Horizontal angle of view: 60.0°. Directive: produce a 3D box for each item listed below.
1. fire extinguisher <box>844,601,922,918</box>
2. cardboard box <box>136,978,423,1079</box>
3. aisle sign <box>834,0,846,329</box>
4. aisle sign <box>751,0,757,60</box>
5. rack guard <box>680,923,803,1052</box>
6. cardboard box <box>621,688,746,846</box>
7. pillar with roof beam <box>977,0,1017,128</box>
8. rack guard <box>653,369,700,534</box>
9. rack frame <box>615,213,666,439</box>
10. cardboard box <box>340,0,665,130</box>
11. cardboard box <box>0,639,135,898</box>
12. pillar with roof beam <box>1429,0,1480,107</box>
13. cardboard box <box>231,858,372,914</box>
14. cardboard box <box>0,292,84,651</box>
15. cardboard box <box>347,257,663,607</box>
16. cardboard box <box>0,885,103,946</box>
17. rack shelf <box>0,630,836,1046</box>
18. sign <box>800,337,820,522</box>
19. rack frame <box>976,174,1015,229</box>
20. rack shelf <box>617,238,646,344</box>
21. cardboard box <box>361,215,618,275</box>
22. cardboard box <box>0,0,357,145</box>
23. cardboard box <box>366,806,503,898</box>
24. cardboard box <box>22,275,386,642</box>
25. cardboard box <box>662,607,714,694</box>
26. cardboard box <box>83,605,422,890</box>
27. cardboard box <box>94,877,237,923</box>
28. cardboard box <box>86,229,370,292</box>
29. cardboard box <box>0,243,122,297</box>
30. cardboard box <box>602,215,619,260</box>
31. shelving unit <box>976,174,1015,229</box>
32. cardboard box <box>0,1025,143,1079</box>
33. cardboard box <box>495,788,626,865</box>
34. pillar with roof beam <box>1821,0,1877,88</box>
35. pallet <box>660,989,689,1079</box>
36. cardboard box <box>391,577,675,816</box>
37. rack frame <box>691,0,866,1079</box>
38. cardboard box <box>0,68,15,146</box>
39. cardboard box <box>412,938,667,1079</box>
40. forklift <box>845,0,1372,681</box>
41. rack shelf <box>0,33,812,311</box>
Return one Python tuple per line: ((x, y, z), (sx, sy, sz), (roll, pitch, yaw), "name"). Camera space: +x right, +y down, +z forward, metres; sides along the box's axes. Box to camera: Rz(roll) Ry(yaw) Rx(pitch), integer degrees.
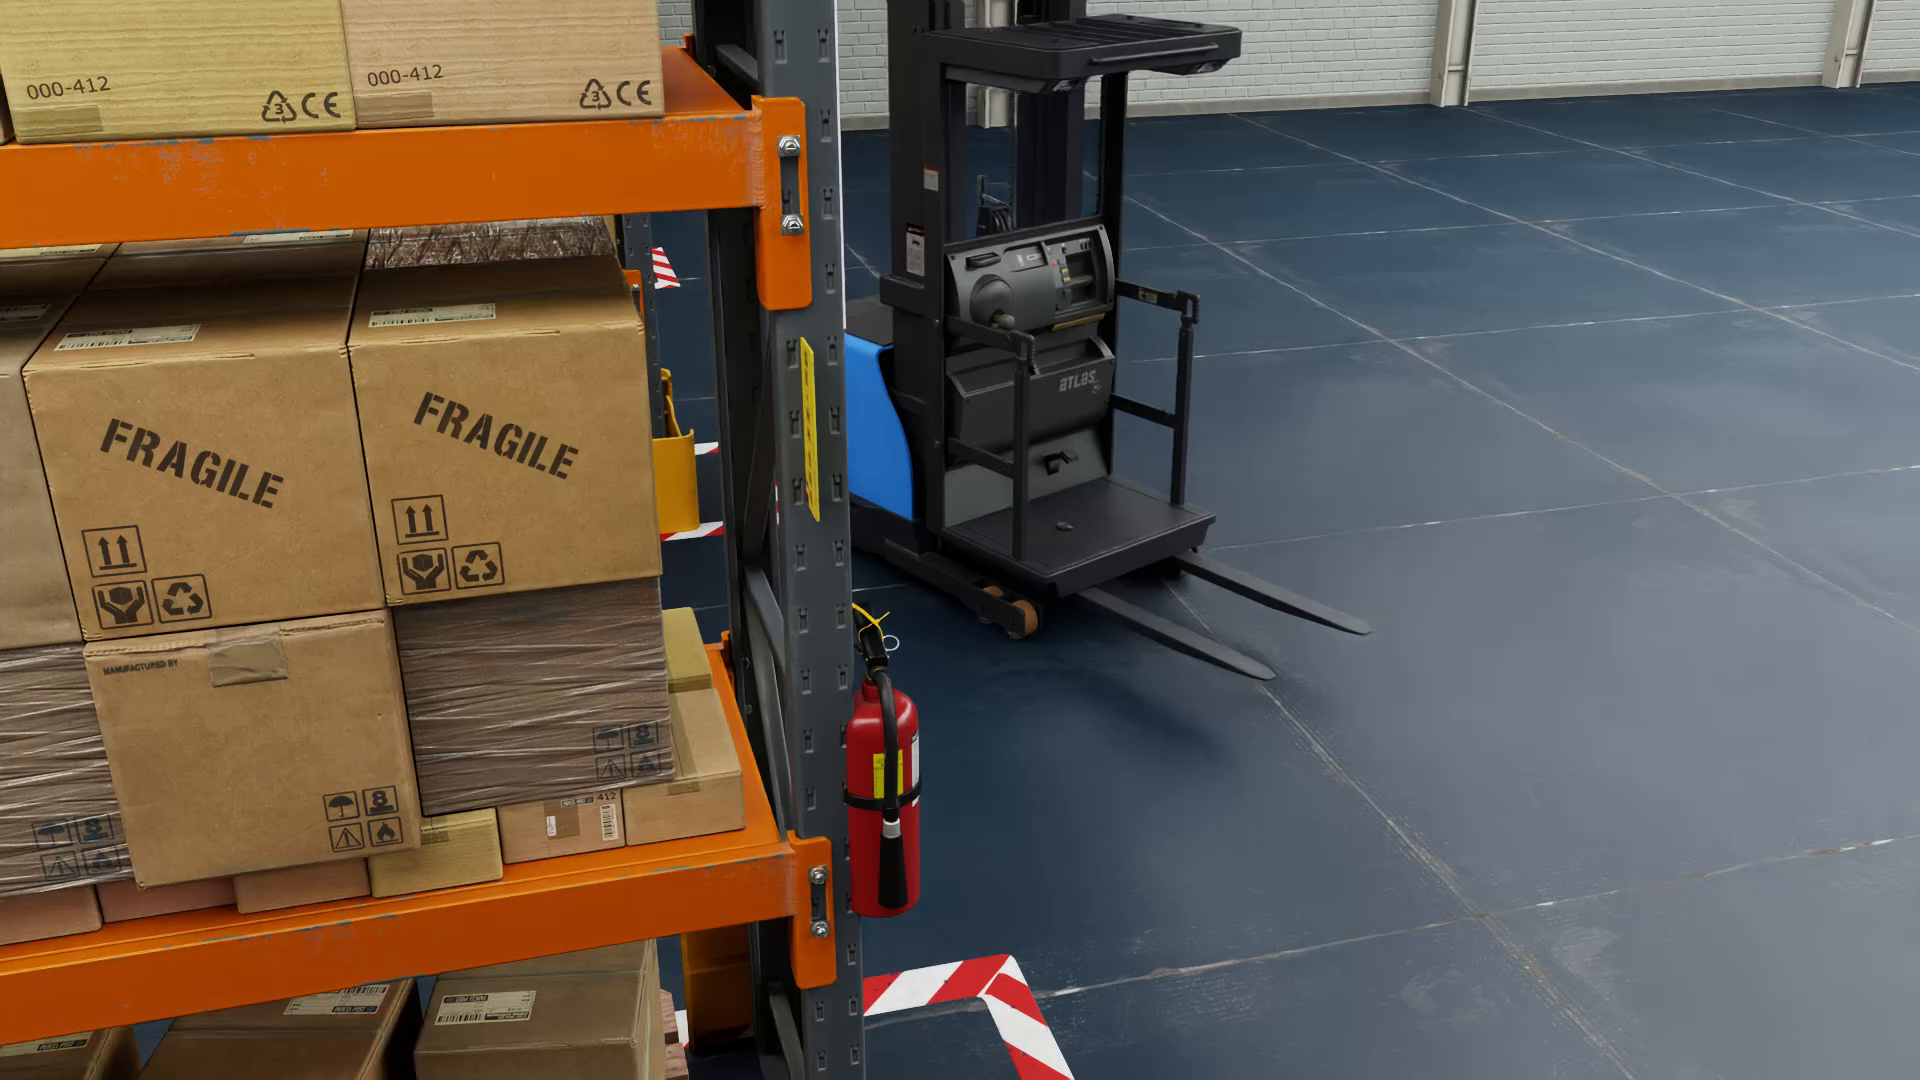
((-0.171, 0.462, 3.467), (0.183, 0.674, 0.296), (-6, 24, -14), "fire extinguisher")
((-1.577, 1.356, 3.923), (0.500, 0.500, 0.500), (0, 23, 0), "cardboard box")
((-0.265, -0.824, 3.069), (0.004, 0.787, 0.394), (-6, 24, -14), "aisle sign")
((-0.427, -1.051, 3.600), (0.004, 0.787, 0.394), (-6, 24, -14), "aisle sign")
((-0.478, 1.421, 4.305), (0.348, 0.500, 1.175), (-6, 24, -14), "rack guard")
((-0.624, 0.488, 3.628), (0.250, 0.149, 0.380), (-6, 24, -14), "cardboard box")
((1.599, -7.412, 14.113), (0.400, 9.000, 9.100), (-6, 24, -14), "pillar with roof beam")
((-1.625, -0.484, 8.744), (0.348, 0.500, 1.175), (-6, 24, -14), "rack guard")
((-1.648, -1.630, 8.245), (0.127, 3.000, 1.000), (-6, 24, -14), "rack frame")
((-0.801, -0.898, 2.925), (0.500, 0.250, 0.500), (-6, 24, -13), "cardboard box")
((-1.884, 0.265, 3.325), (0.500, 0.500, 0.875), (-6, 24, -14), "cardboard box")
((7.376, -8.051, 15.602), (0.400, 9.000, 9.100), (-6, 24, -14), "pillar with roof beam")
((-1.336, 0.581, 3.410), (0.250, 0.149, 0.380), (-6, 24, -14), "cardboard box")
((-1.830, -0.118, 2.950), (0.500, 0.500, 0.500), (-6, 24, -14), "cardboard box")
((-0.868, -0.226, 3.201), (0.500, 0.500, 0.500), (-6, 24, -14), "cardboard box")
((-1.823, 0.627, 3.303), (0.250, 0.149, 0.380), (-6, 24, -14), "cardboard box")
((-2.331, 0.807, 3.477), (4.000, 0.370, 1.077), (-6, 24, -14), "rack shelf")
((-0.275, -0.201, 3.045), (0.005, 0.325, 0.100), (-6, 24, -14), "sign")
((0.202, -1.223, 9.198), (0.032, 1.500, 0.500), (-10, 25, -21), "rack frame")
((-3.573, -1.087, 7.890), (4.000, 0.370, 1.077), (-6, 24, -14), "rack shelf")
((-1.008, -0.423, 3.660), (0.500, 0.500, 0.500), (-6, 24, -14), "cardboard box")
((-1.281, -0.844, 2.799), (0.500, 0.250, 0.500), (-6, 24, -14), "cardboard box")
((-1.092, 0.560, 3.458), (0.250, 0.149, 0.380), (-6, 24, -14), "cardboard box")
((-1.348, -0.171, 3.071), (0.500, 0.500, 0.500), (-6, 24, -14), "cardboard box")
((-0.744, 0.319, 4.021), (0.250, 0.149, 0.380), (-6, 24, -14), "cardboard box")
((-1.391, 0.228, 3.410), (0.500, 0.500, 0.875), (-6, 24, -14), "cardboard box")
((-1.588, 0.592, 3.385), (0.250, 0.149, 0.380), (-6, 24, -14), "cardboard box")
((-1.492, -0.373, 3.543), (0.500, 0.500, 0.500), (-6, 24, -14), "cardboard box")
((-1.973, -0.319, 3.417), (0.500, 0.500, 0.500), (-6, 24, -14), "cardboard box")
((-1.993, -1.642, 8.083), (0.550, 0.550, 0.875), (-6, 24, -14), "cardboard box")
((-0.265, -1.144, 9.014), (1.048, 1.500, 0.538), (-10, 25, -21), "shelving unit")
((-2.185, 1.416, 3.784), (0.500, 0.500, 0.500), (-4, 24, -9), "cardboard box")
((-0.865, 0.514, 3.566), (0.250, 0.149, 0.380), (-6, 24, -14), "cardboard box")
((13.153, -8.691, 17.092), (0.400, 9.000, 9.100), (-6, 24, -14), "pillar with roof beam")
((-1.270, 1.626, 4.192), (1.213, 0.211, 1.003), (-6, 24, -14), "pallet")
((-0.942, 0.129, 3.641), (0.500, 0.500, 0.875), (-6, 24, -14), "cardboard box")
((-0.405, 0.264, 3.831), (0.127, 3.000, 1.000), (-6, 24, -14), "rack frame")
((-1.776, -0.792, 2.679), (0.500, 0.250, 0.500), (-6, 24, -13), "cardboard box")
((-1.011, 1.280, 4.101), (0.500, 0.500, 0.500), (-2, 23, -5), "cardboard box")
((0.461, -1.141, 7.193), (1.130, 2.935, 3.031), (-18, 29, -36), "forklift")
((-2.331, -0.571, 2.885), (4.000, 0.370, 1.077), (-6, 24, -14), "rack shelf")
